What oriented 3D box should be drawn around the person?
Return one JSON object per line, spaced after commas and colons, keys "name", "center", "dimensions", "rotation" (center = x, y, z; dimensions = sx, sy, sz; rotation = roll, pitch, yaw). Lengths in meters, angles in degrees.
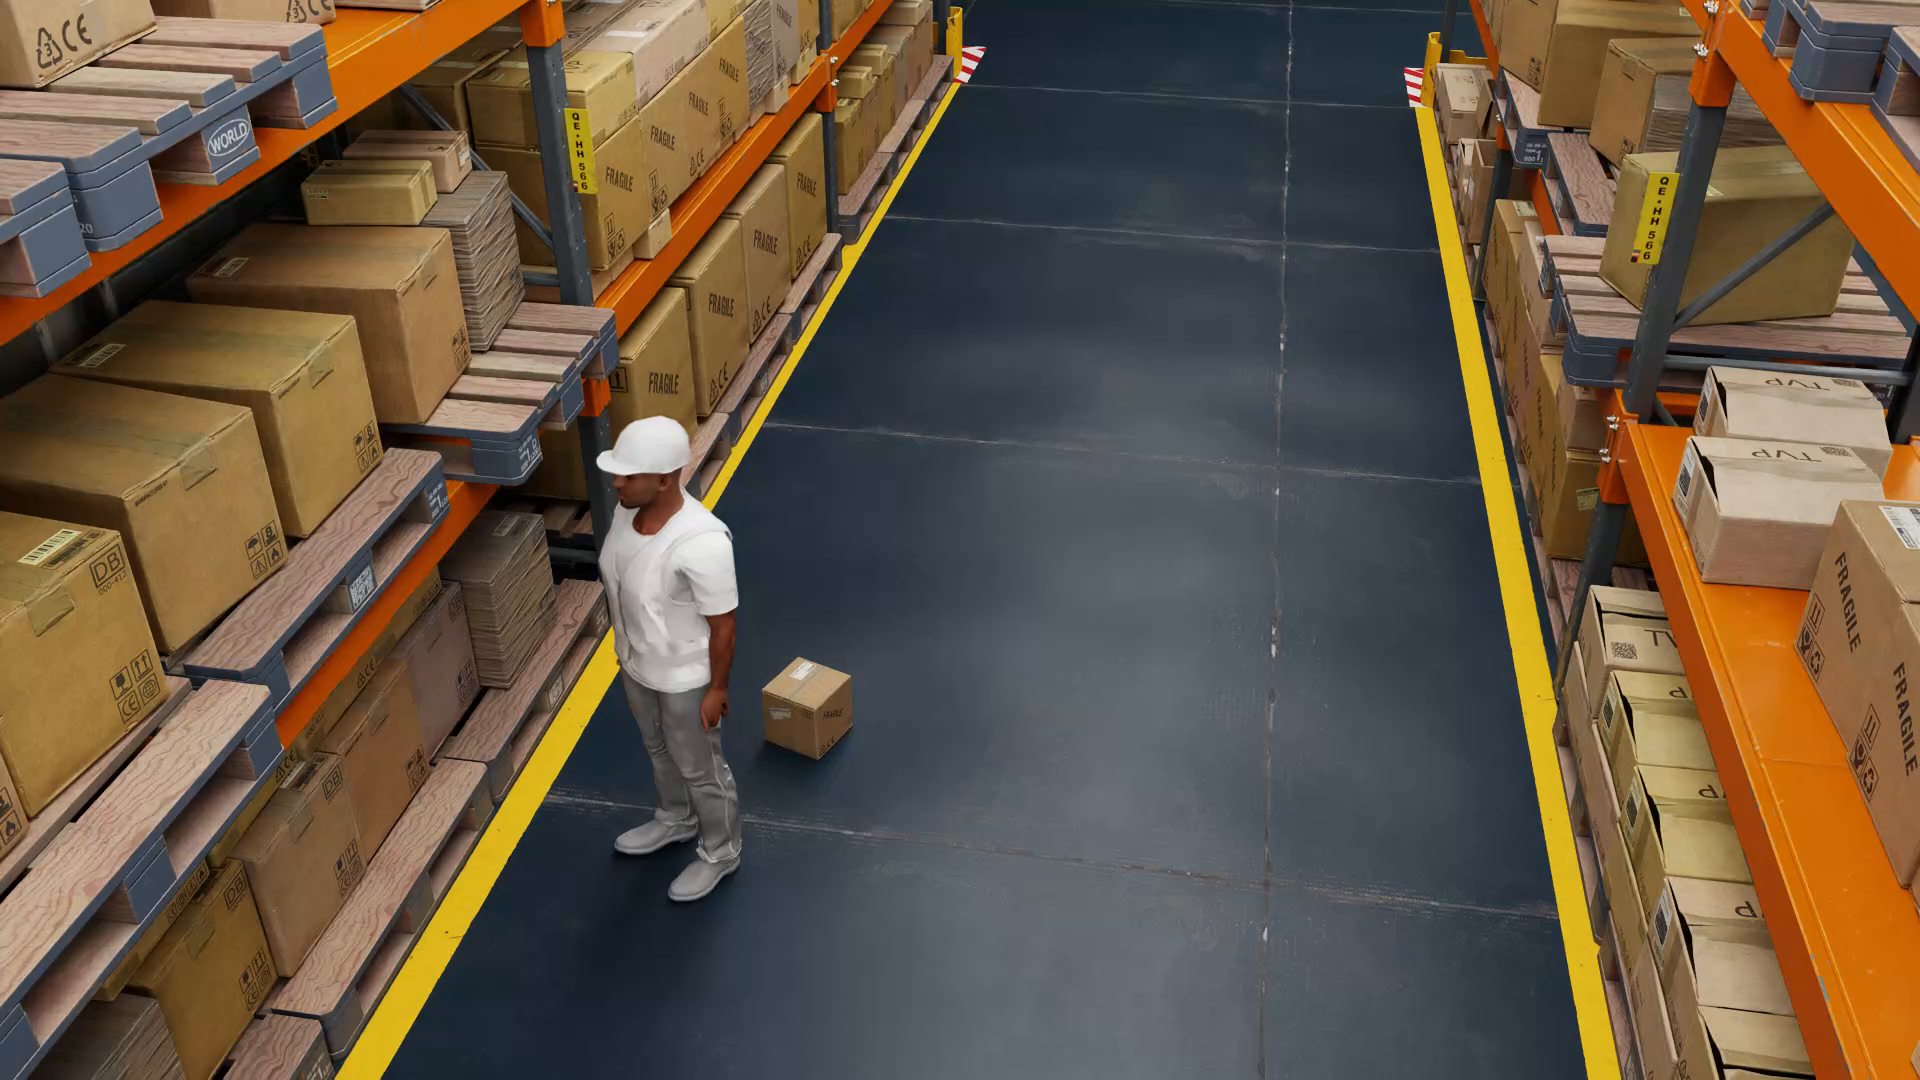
{"name": "person", "center": [-0.964, 0.400, 5.475], "dimensions": [0.372, 1.771, 0.566], "rotation": [-25, 40, -33]}
